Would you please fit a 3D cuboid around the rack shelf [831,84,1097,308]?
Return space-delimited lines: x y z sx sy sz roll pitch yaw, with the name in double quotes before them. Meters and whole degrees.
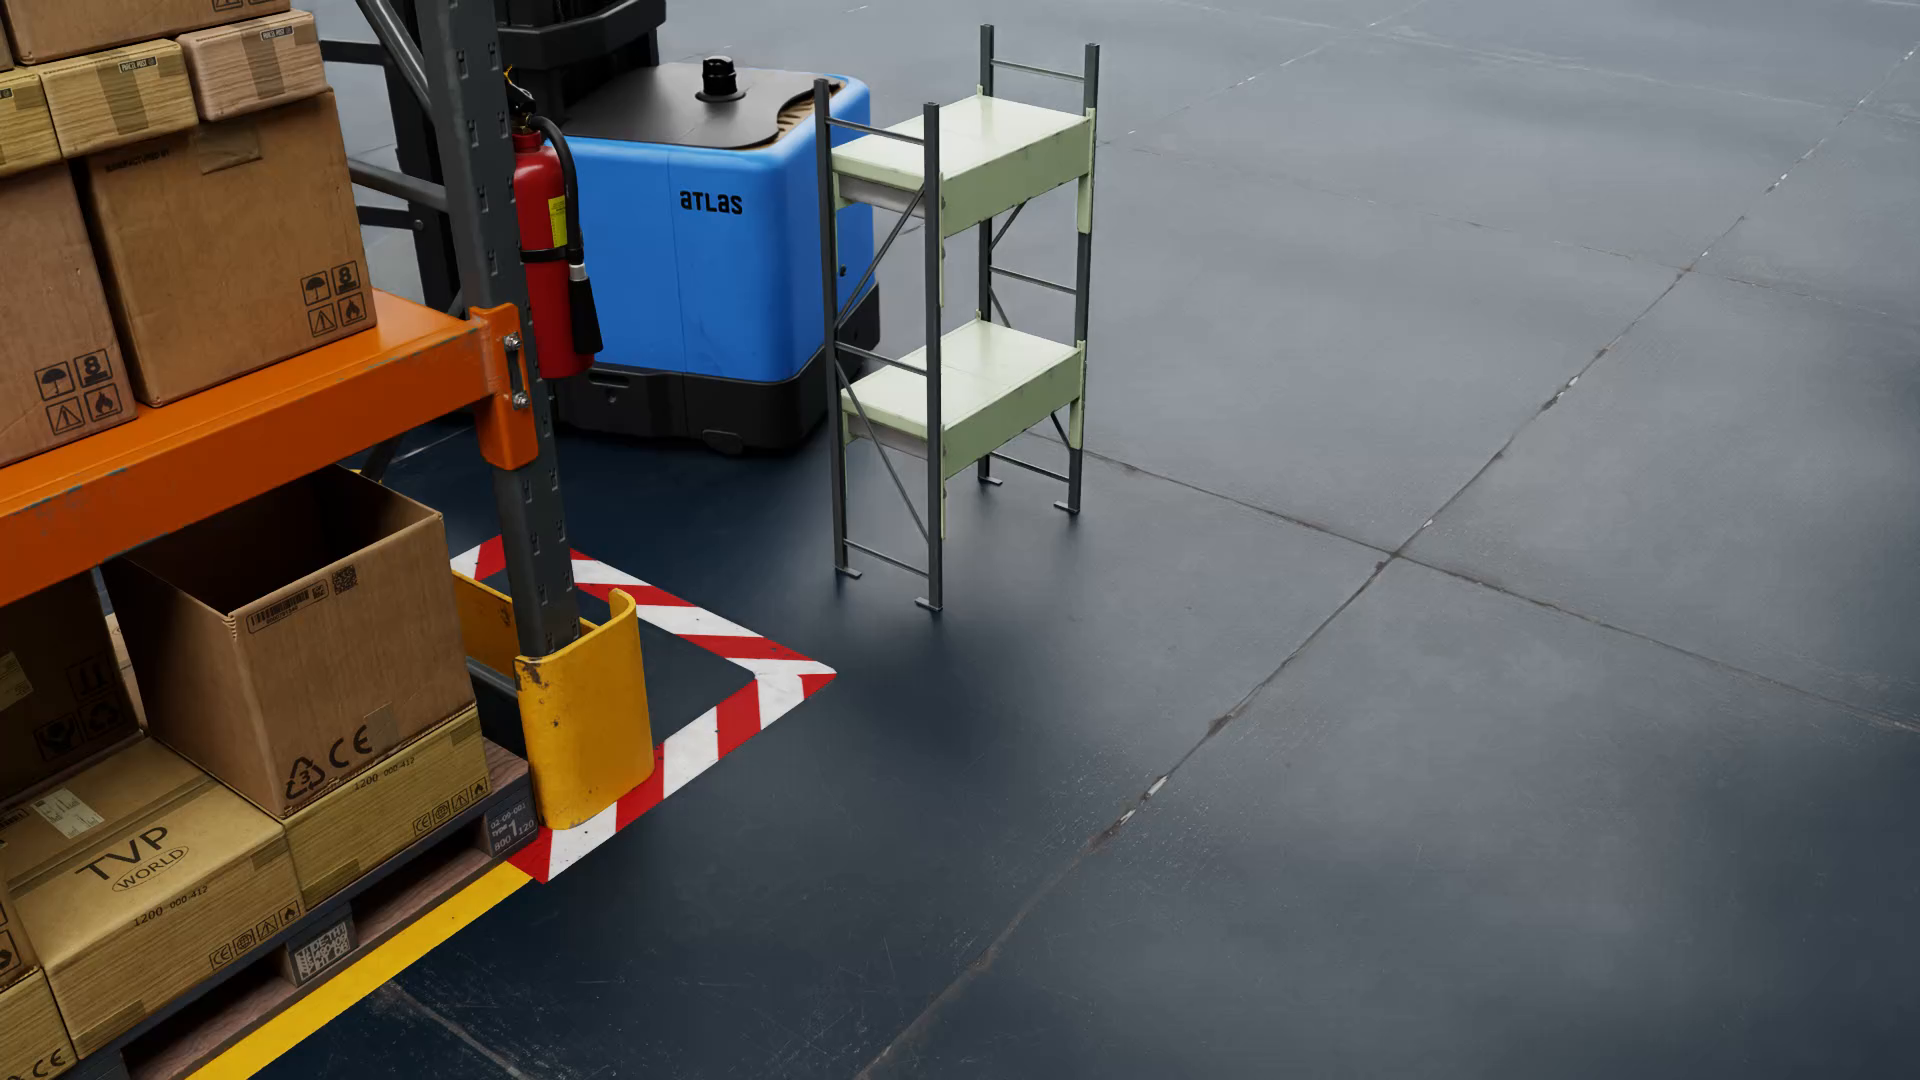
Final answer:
"rack shelf" 0.004 -0.984 4.673 0.431 0.370 0.720 21 37 31

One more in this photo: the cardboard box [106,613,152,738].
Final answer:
"cardboard box" -1.841 0.343 4.015 0.500 0.250 0.500 21 37 31

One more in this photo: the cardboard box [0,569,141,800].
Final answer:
"cardboard box" -2.141 0.224 3.479 0.500 0.500 0.500 21 37 31

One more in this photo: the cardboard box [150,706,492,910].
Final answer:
"cardboard box" -1.428 0.502 3.746 0.500 0.250 0.500 21 37 31

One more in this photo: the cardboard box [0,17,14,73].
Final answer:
"cardboard box" -1.977 -0.987 2.603 0.700 0.500 0.500 20 36 30

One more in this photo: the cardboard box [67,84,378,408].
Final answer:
"cardboard box" -1.632 -0.666 3.334 0.700 0.500 0.500 21 37 31

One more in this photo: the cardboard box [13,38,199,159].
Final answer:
"cardboard box" -1.576 -0.810 2.941 0.380 0.149 0.250 22 37 32

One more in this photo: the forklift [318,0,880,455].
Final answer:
"forklift" -1.882 -1.962 5.685 3.031 2.935 1.130 8 32 13

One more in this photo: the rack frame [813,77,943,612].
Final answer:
"rack frame" -0.217 -0.499 4.621 0.400 1.500 0.023 21 37 31

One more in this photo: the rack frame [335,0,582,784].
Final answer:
"rack frame" -1.340 -0.809 3.673 1.000 3.000 0.127 21 37 31

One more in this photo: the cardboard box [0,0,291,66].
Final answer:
"cardboard box" -1.664 -1.203 2.967 0.700 0.500 0.500 21 37 31

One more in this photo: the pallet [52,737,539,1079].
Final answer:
"pallet" -1.768 0.714 3.838 1.003 0.211 1.213 21 37 31

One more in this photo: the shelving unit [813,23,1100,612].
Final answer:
"shelving unit" 0.004 -0.648 4.872 0.431 1.500 0.755 21 37 31

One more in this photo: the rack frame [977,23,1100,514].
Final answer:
"rack frame" 0.225 -0.797 5.123 0.400 1.500 0.023 21 37 31

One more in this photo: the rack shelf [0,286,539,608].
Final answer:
"rack shelf" -2.547 0.313 2.485 1.077 0.370 4.000 21 37 31

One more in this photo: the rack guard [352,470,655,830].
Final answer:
"rack guard" -1.325 0.257 4.327 1.175 0.500 0.348 21 37 31

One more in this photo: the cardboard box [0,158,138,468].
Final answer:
"cardboard box" -1.945 -0.451 2.971 0.700 0.500 0.500 22 37 32

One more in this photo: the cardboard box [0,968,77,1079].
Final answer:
"cardboard box" -2.021 0.913 3.053 0.500 0.250 0.500 21 37 31

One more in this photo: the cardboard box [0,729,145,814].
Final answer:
"cardboard box" -2.140 0.547 3.670 0.500 0.250 0.500 21 37 31

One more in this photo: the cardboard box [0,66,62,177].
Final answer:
"cardboard box" -1.730 -0.706 2.765 0.380 0.149 0.250 21 36 31

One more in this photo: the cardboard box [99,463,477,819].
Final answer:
"cardboard box" -1.426 0.180 3.553 0.500 0.500 0.500 21 37 31

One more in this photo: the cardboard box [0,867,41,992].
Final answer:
"cardboard box" -2.018 0.591 2.860 0.500 0.500 0.500 21 37 31

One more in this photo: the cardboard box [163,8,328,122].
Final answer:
"cardboard box" -1.419 -0.917 3.121 0.380 0.149 0.250 20 36 31

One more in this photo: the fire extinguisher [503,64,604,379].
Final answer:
"fire extinguisher" -0.898 -0.681 3.532 0.296 0.674 0.183 21 37 31

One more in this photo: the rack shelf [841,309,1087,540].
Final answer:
"rack shelf" 0.004 -0.367 5.038 0.431 0.370 0.720 21 37 31

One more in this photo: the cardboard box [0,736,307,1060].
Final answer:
"cardboard box" -1.720 0.709 3.396 0.500 0.250 0.500 21 37 31
